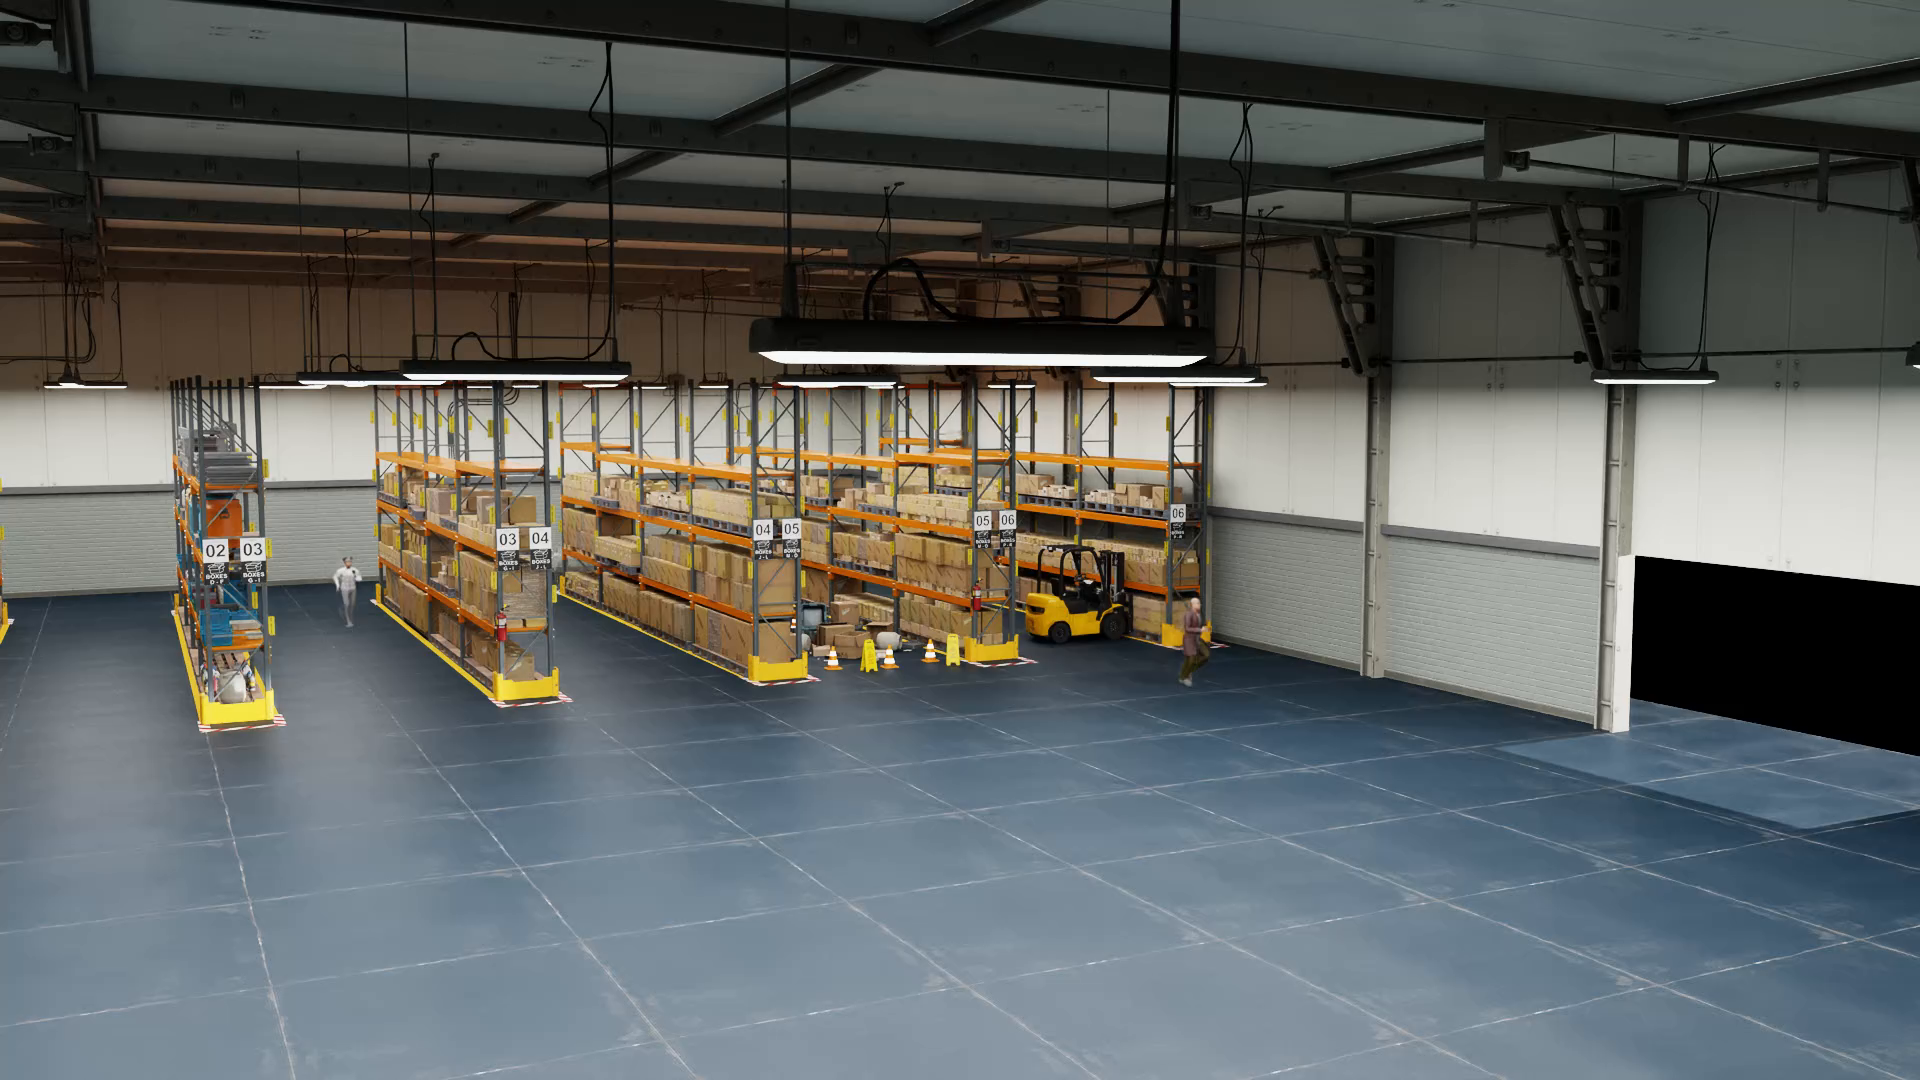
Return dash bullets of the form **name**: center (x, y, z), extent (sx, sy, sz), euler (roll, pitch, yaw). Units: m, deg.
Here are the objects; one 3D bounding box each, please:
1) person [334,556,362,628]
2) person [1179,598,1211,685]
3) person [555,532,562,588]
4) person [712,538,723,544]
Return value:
- **person**: center (-14.944, 1.239, 40.670), extent (0.602, 1.701, 0.918), euler (-3, 6, -34)
- **person**: center (4.577, 1.974, 32.345), extent (0.792, 1.729, 0.762), euler (4, 7, 41)
- **person**: center (-11.504, 0.614, 48.346), extent (0.607, 1.713, 0.533), euler (-3, 6, -27)
- **person**: center (-7.414, 0.382, 50.981), extent (0.536, 1.634, 0.573), euler (-4, 7, -40)
